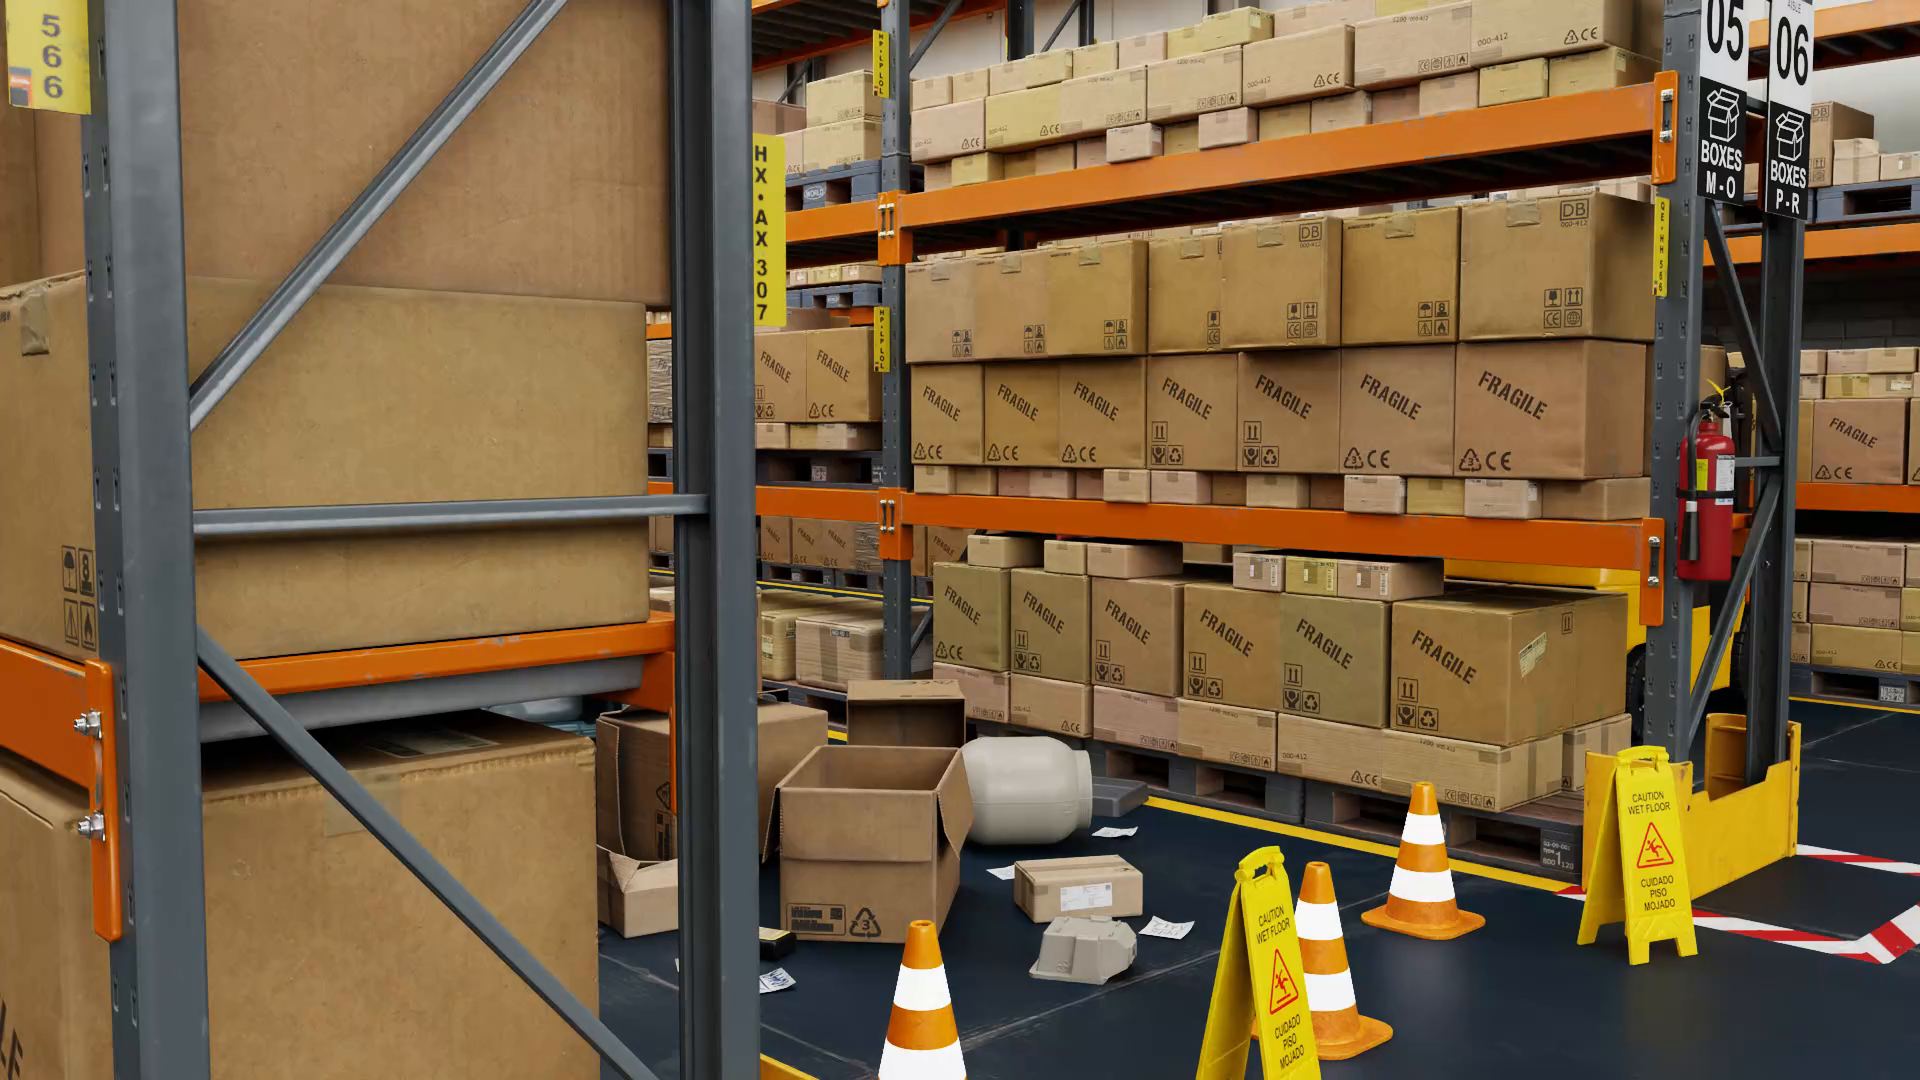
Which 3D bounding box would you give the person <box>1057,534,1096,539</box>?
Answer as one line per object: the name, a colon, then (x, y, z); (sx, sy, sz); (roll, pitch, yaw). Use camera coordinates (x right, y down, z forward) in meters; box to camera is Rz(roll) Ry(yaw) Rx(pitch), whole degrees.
person: (0.658, 0.362, 11.641); (0.568, 0.980, 0.877); (-4, 5, -44)
